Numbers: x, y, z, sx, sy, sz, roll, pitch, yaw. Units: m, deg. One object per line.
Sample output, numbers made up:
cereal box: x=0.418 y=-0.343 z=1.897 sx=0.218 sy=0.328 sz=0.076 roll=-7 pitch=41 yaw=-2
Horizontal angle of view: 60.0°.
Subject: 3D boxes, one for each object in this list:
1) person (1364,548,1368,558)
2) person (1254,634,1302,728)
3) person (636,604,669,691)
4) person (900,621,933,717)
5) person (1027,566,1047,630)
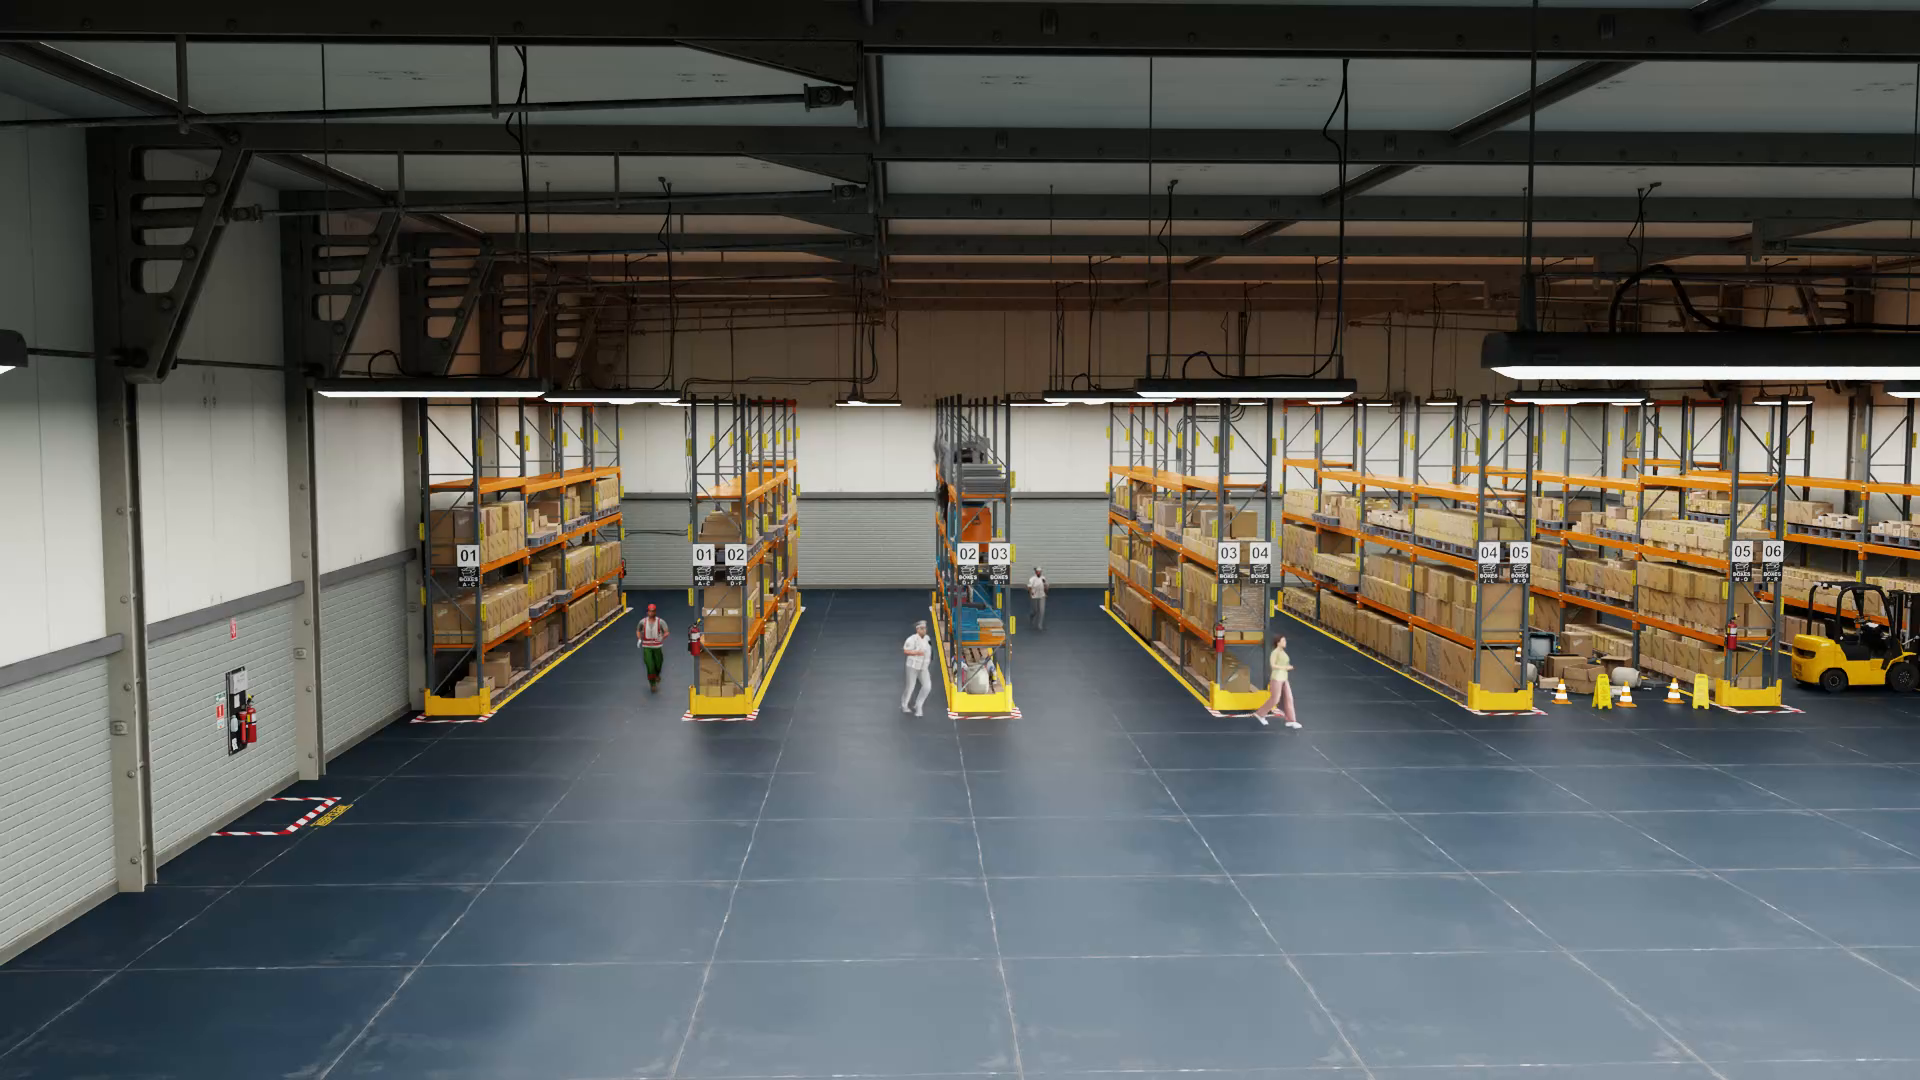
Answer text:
person: x=11.834 y=1.026 z=49.142 sx=0.584 sy=1.678 sz=0.666 roll=-1 pitch=5 yaw=-7
person: x=5.720 y=2.518 z=29.834 sx=0.884 sy=1.660 sz=0.589 roll=3 pitch=5 yaw=35
person: x=-6.264 y=2.179 z=33.884 sx=0.657 sy=1.755 sz=0.760 roll=-1 pitch=5 yaw=-8
person: x=-0.766 y=2.417 z=31.090 sx=0.645 sy=1.845 sz=0.747 roll=-2 pitch=5 yaw=-28
person: x=2.010 y=1.488 z=43.373 sx=0.539 sy=1.664 sz=0.767 roll=-1 pitch=5 yaw=-14
